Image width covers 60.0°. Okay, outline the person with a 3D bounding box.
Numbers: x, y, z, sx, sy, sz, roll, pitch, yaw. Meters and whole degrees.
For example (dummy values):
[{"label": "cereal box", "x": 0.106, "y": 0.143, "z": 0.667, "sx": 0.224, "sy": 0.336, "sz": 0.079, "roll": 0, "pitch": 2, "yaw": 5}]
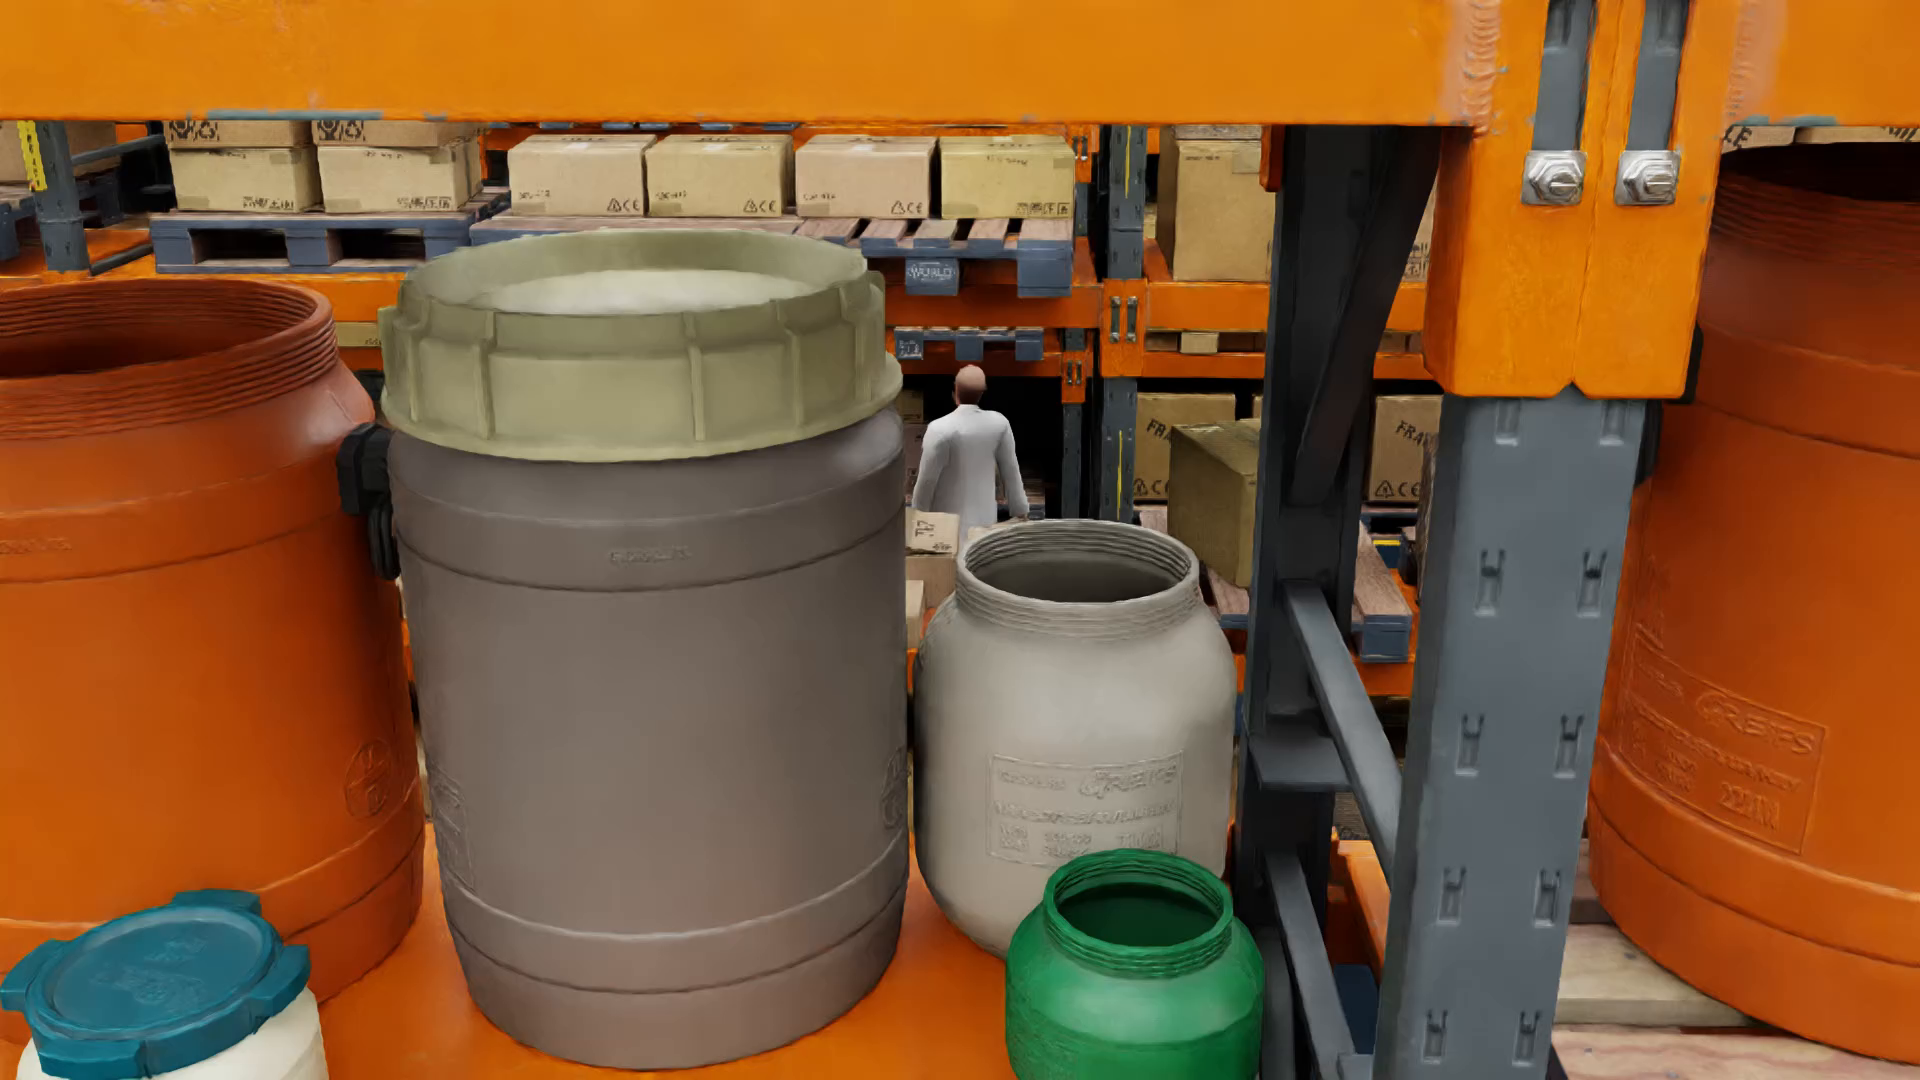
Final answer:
[{"label": "person", "x": 0.040, "y": -0.115, "z": 9.401, "sx": 0.701, "sy": 1.776, "sz": 0.685, "roll": -14, "pitch": 25, "yaw": -33}]
